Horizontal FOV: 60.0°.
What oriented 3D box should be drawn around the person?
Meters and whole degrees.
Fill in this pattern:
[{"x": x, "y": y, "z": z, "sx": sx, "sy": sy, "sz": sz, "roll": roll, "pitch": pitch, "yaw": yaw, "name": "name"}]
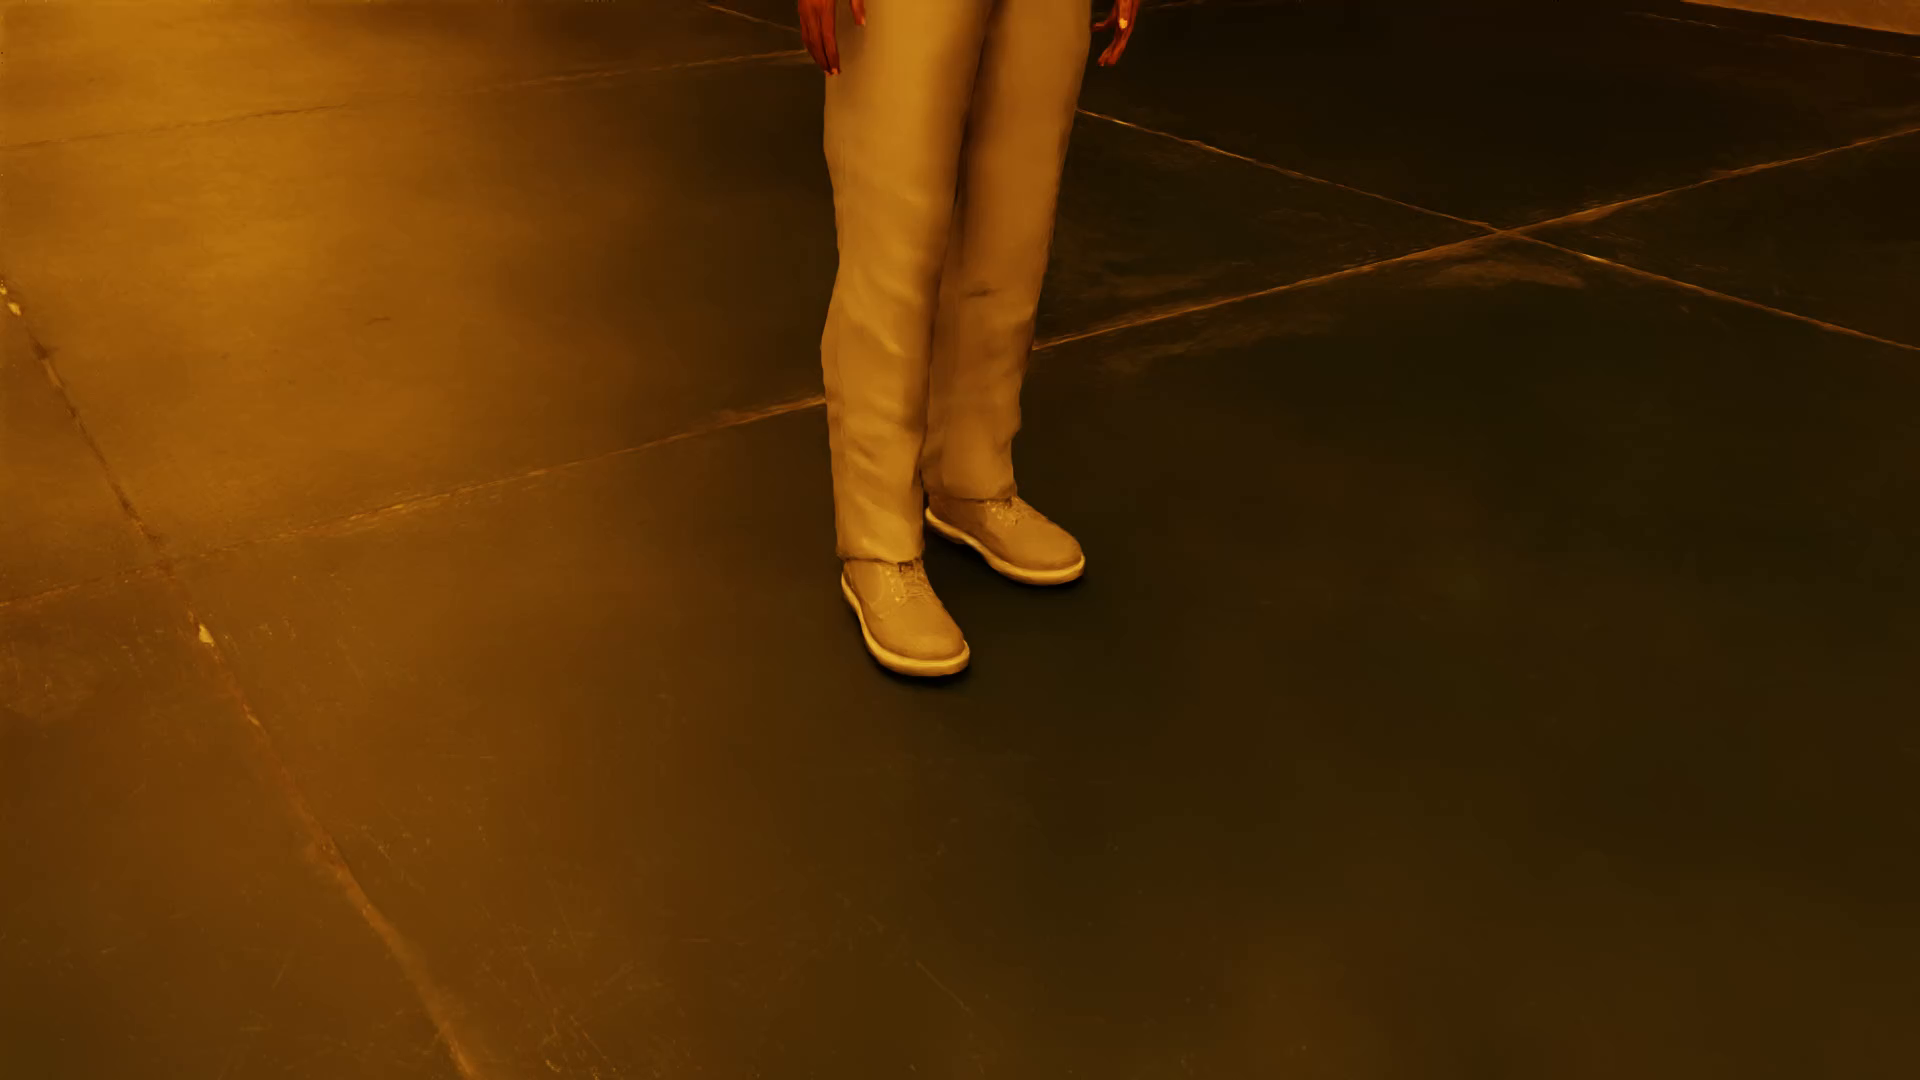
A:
[{"x": 0.027, "y": -0.732, "z": 2.052, "sx": 0.570, "sy": 1.695, "sz": 0.529, "roll": -17, "pitch": 31, "yaw": -31, "name": "person"}]
